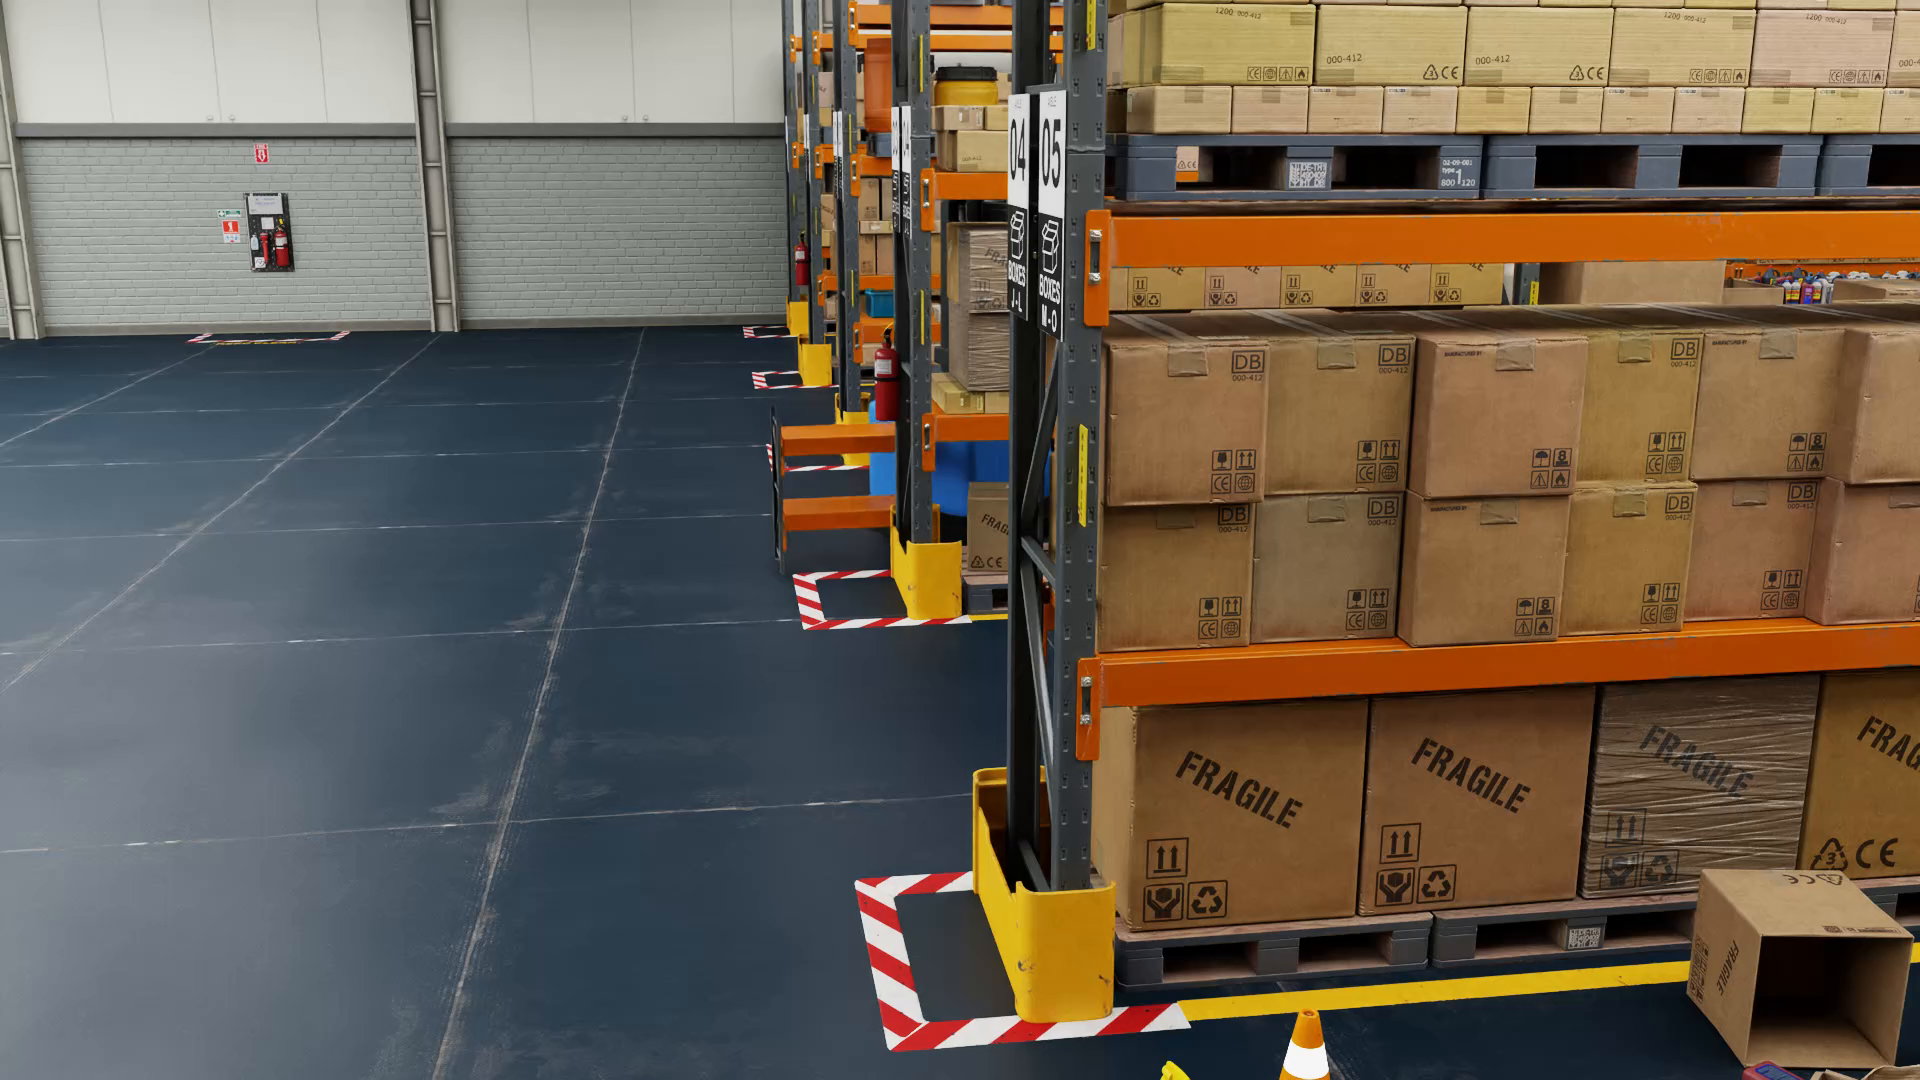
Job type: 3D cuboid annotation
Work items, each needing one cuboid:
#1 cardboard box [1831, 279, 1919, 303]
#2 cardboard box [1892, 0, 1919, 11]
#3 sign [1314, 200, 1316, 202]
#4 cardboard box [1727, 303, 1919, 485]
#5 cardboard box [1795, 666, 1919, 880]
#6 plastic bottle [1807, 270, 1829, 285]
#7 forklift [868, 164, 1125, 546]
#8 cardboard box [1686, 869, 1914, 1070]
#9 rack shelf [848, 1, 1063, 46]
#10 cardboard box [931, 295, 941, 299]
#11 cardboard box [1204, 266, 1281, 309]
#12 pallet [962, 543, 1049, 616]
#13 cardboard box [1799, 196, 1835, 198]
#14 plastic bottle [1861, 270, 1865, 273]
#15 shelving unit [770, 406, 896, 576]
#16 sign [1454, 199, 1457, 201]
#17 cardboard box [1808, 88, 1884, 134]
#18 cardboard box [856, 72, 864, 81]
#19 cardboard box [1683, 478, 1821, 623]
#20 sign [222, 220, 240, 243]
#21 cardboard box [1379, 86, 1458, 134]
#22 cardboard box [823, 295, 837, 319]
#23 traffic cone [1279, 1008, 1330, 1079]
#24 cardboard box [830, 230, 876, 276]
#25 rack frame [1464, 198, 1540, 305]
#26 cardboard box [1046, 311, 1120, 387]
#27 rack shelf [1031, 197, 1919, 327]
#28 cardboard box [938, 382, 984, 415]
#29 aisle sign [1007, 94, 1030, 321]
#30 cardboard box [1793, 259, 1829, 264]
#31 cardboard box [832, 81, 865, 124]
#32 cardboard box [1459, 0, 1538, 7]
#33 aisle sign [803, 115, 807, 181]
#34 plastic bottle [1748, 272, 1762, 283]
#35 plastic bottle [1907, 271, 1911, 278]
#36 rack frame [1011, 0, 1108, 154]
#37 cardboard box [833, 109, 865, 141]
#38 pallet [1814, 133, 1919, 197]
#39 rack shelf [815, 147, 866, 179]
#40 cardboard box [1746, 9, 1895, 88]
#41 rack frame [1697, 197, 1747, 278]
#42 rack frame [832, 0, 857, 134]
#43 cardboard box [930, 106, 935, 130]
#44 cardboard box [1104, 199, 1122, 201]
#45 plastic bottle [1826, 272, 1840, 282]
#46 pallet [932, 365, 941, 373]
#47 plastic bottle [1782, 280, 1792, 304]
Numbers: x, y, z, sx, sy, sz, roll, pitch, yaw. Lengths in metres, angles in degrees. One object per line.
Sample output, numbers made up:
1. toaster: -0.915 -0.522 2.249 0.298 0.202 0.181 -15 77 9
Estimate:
1. cardboard box: 6.532 -1.552 11.676 0.500 0.500 0.700 0 14 0
2. cardboard box: 3.221 -1.887 5.721 0.250 0.149 0.380 -2 14 -7
3. sign: 5.474 -5.341 25.634 0.005 0.325 0.100 -2 14 -8
4. cardboard box: 3.385 -0.575 6.321 0.550 0.550 0.875 -2 14 -8
5. cardboard box: 3.649 0.801 6.866 0.875 0.875 0.875 -2 14 -7
6. plastic bottle: 8.710 -2.566 16.887 0.185 0.351 0.144 -2 14 -8
7. forklift: 0.614 -1.640 13.235 1.130 2.935 3.031 11 18 38
8. cardboard box: 2.899 1.483 5.777 0.500 0.500 0.500 0 14 1
9. rack shelf: 0.927 -4.714 15.322 4.000 0.370 1.077 -2 14 -8
10. cardboard box: -0.313 -2.831 21.092 0.500 0.500 0.500 -2 14 -8
11. cardboard box: 1.754 -1.770 10.741 0.500 0.500 0.500 -2 14 -8
12. pallet: 0.571 0.245 11.310 1.213 0.211 1.003 -2 14 -8
13. cardboard box: 11.099 -4.403 21.851 0.500 0.500 0.500 -3 14 -10
14. plastic bottle: 9.511 -2.710 17.603 0.133 0.283 0.061 -2 14 -8
15. shelving unit: -0.797 -0.378 11.918 1.048 1.125 0.538 -3 14 -11
16. sign: 6.211 -4.185 20.861 0.005 0.325 0.100 -2 14 -8
17. cardboard box: 2.964 -1.490 5.778 0.250 0.149 0.380 -2 14 -7
18. cardboard box: -1.606 -6.618 24.474 0.500 0.500 0.500 -2 14 -9
19. cardboard box: 2.826 -0.072 6.533 0.550 0.550 0.875 -2 14 -8
20. sign: -10.908 -4.616 24.887 0.234 0.329 0.001 -2 14 -8
21. cardboard box: 1.463 -1.435 5.559 0.250 0.149 0.380 -2 14 -8
22. cardboard box: -1.829 -3.571 25.416 0.500 0.311 0.500 -4 15 -15
23. traffic cone: 1.062 1.666 5.127 0.334 0.463 0.336 -2 14 -8
24. cardboard box: -1.322 -3.529 20.421 0.500 0.500 0.700 -2 14 -8
25. rack frame: 3.642 -1.228 11.454 0.127 3.000 1.000 -2 14 -8
26. cardboard box: 0.711 -1.337 11.068 0.500 0.500 0.875 -2 14 -8
27. rack shelf: 2.303 -1.065 6.116 4.000 0.370 1.077 -2 14 -8
28. cardboard box: 0.004 -0.915 10.719 0.250 0.149 0.380 -2 14 -8
29. aisle sign: 0.211 -1.217 6.065 0.004 0.787 0.394 -2 14 -8
30. cardboard box: 11.131 -3.922 21.989 0.500 0.500 0.500 -2 14 -7
31. cardboard box: -1.216 -5.263 20.011 0.637 0.503 0.797 -1 14 -4
32. cardboard box: 1.709 -1.831 5.498 0.250 0.149 0.380 -2 14 -9
33. aisle sign: -1.894 -4.796 20.334 0.004 0.787 0.394 -2 14 -8
34. plastic bottle: 8.326 -2.667 17.429 0.133 0.283 0.061 -2 14 -8
35. plastic bottle: 10.049 -2.720 17.665 0.097 0.271 0.097 0 14 0
36. rack frame: 0.326 -2.797 5.374 0.127 3.000 1.000 -2 14 -8
37. cardboard box: -1.623 -6.134 24.601 0.500 0.500 0.500 -1 14 -5
38. pallet: 3.471 -1.417 6.220 1.213 0.211 1.003 -2 14 -8
39. rack shelf: 0.192 -4.645 20.390 4.000 0.370 1.077 -2 14 -8
40. cardboard box: 2.838 -1.695 5.775 0.500 0.250 0.500 -2 14 -9
41. rack frame: 10.081 -3.901 22.112 0.127 3.000 1.000 -2 14 -8
42. rack frame: -1.051 -5.185 14.897 0.127 3.000 1.000 -2 14 -8
43. cardboard box: -0.085 -2.744 10.820 0.250 0.149 0.380 -2 14 -8
44. cardboard box: 1.732 -4.272 20.716 0.500 0.500 0.700 -2 14 -8
45. plastic bottle: 9.156 -2.683 17.507 0.135 0.276 0.152 -2 14 -8
46. pallet: 0.168 -2.195 21.041 1.213 0.211 1.003 -2 14 -8
47. plastic bottle: 8.272 -2.468 16.661 0.097 0.271 0.097 0 14 0
